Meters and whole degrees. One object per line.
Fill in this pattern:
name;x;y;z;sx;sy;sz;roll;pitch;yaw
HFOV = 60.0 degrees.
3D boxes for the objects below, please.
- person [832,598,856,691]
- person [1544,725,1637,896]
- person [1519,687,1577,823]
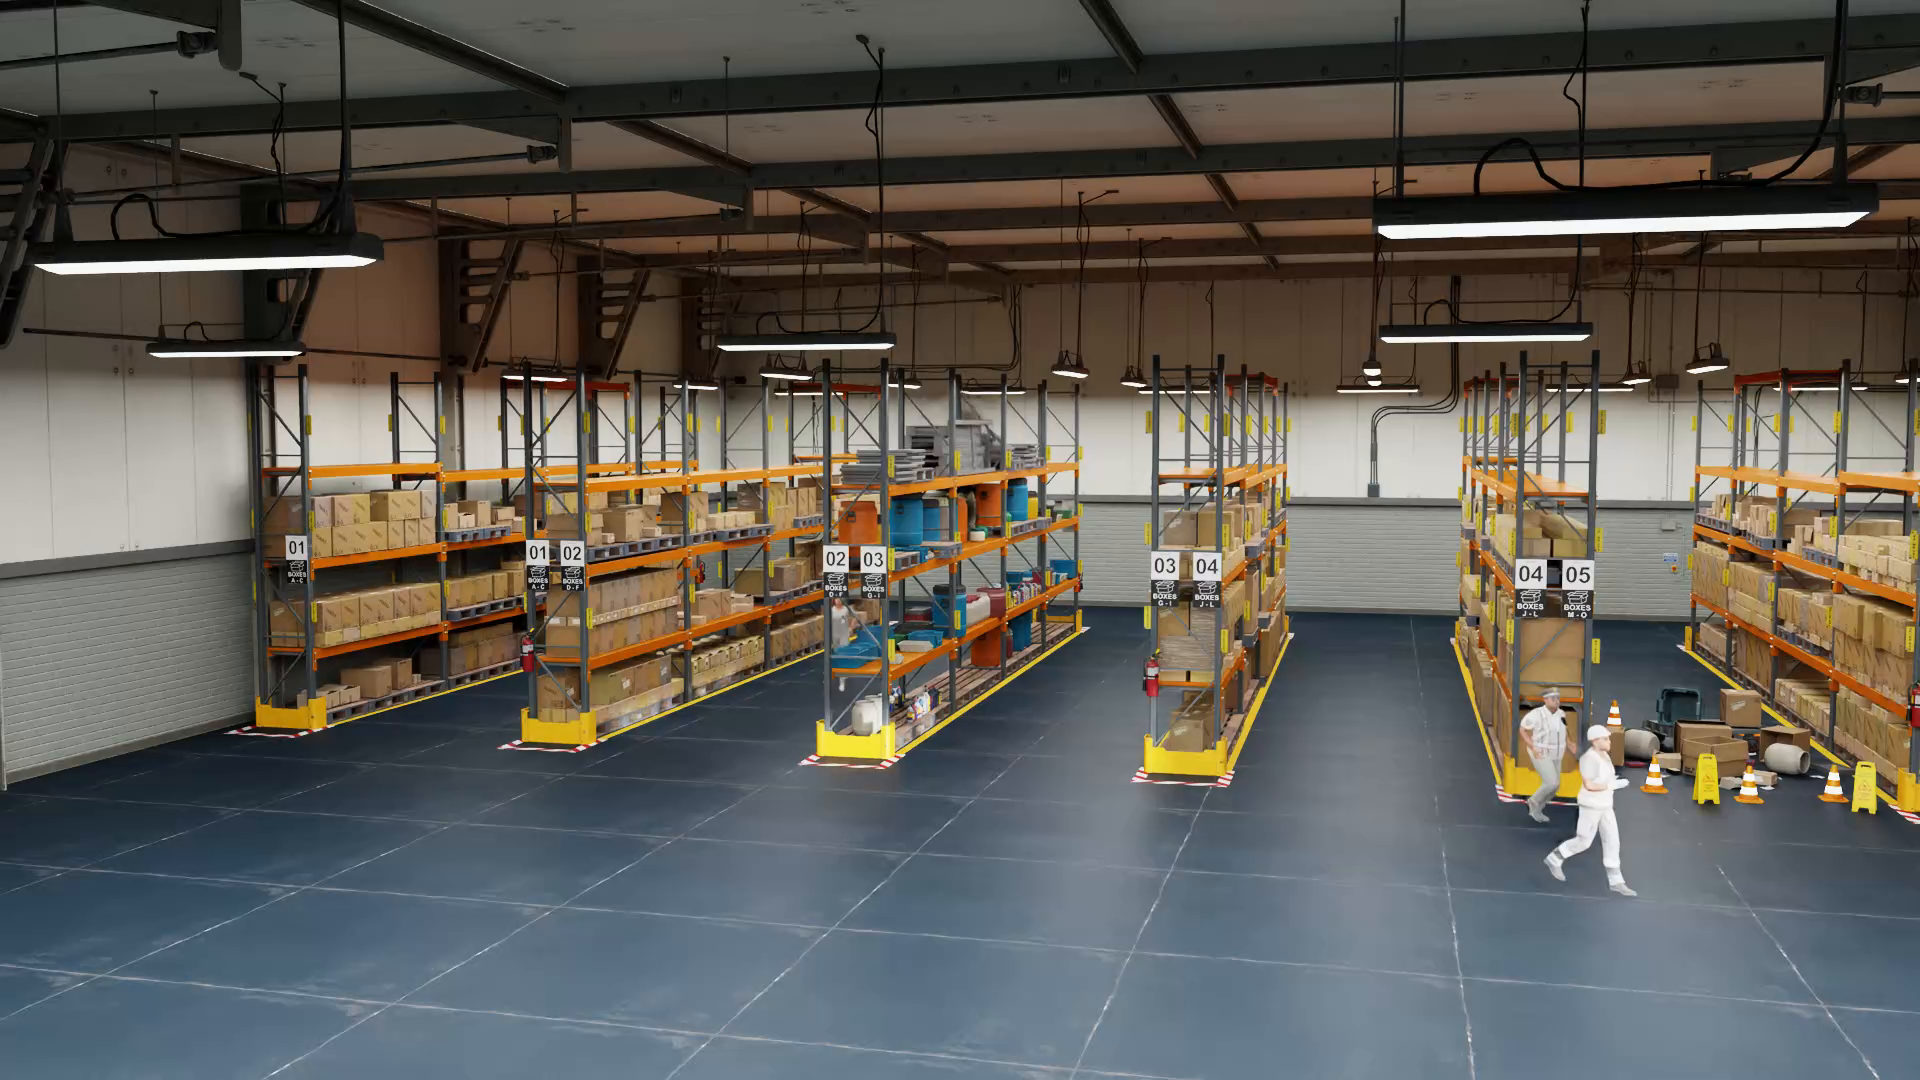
person;-2.171;1.808;30.090;0.551;1.755;0.748;1;4;8
person;6.761;2.850;17.765;0.664;1.772;0.999;-4;5;-44
person;7.382;2.699;20.842;0.607;1.735;0.666;-2;4;-25
